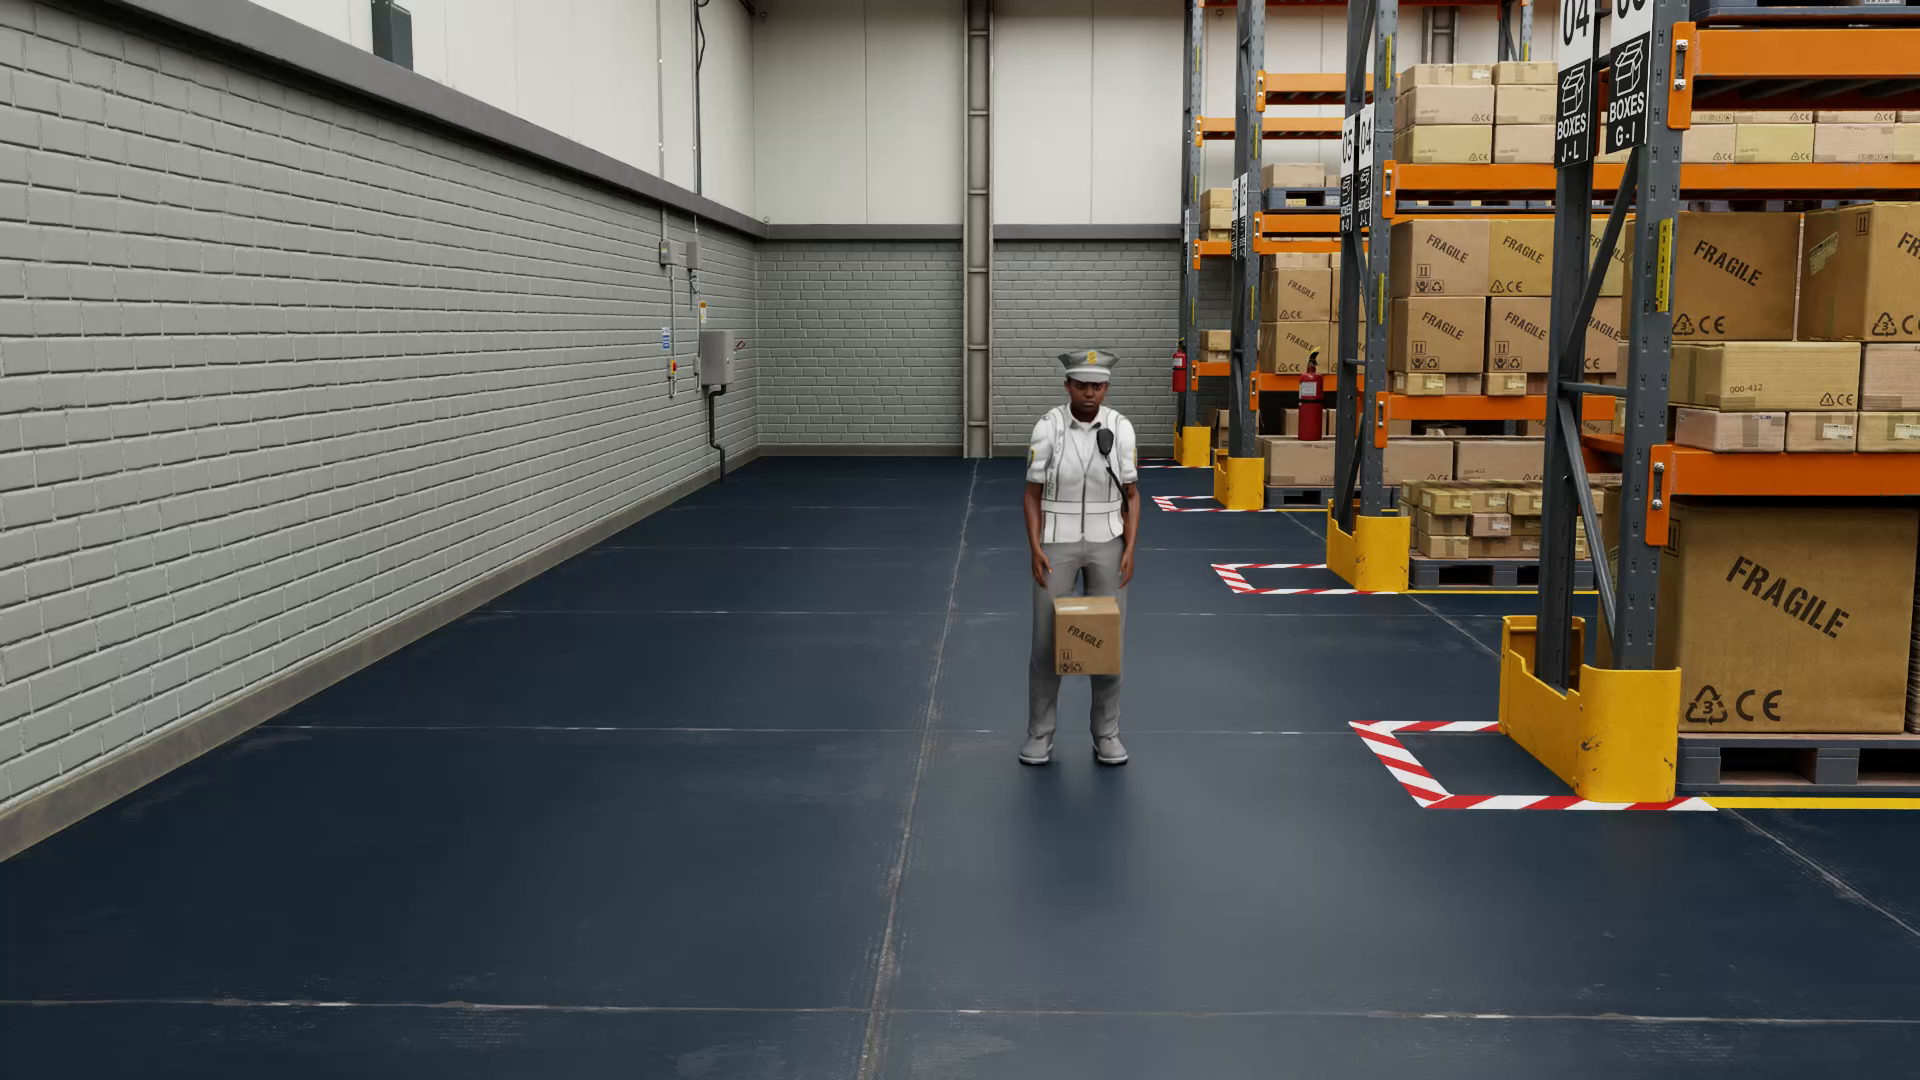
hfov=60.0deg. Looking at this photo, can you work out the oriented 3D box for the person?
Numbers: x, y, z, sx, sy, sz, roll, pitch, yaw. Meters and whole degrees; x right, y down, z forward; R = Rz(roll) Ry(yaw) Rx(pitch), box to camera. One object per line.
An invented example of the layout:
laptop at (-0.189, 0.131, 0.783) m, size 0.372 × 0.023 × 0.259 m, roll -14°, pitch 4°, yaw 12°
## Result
person at (0.488, 0.065, 6.767) m, size 0.492 × 1.661 × 0.372 m, roll 0°, pitch 7°, yaw 0°
